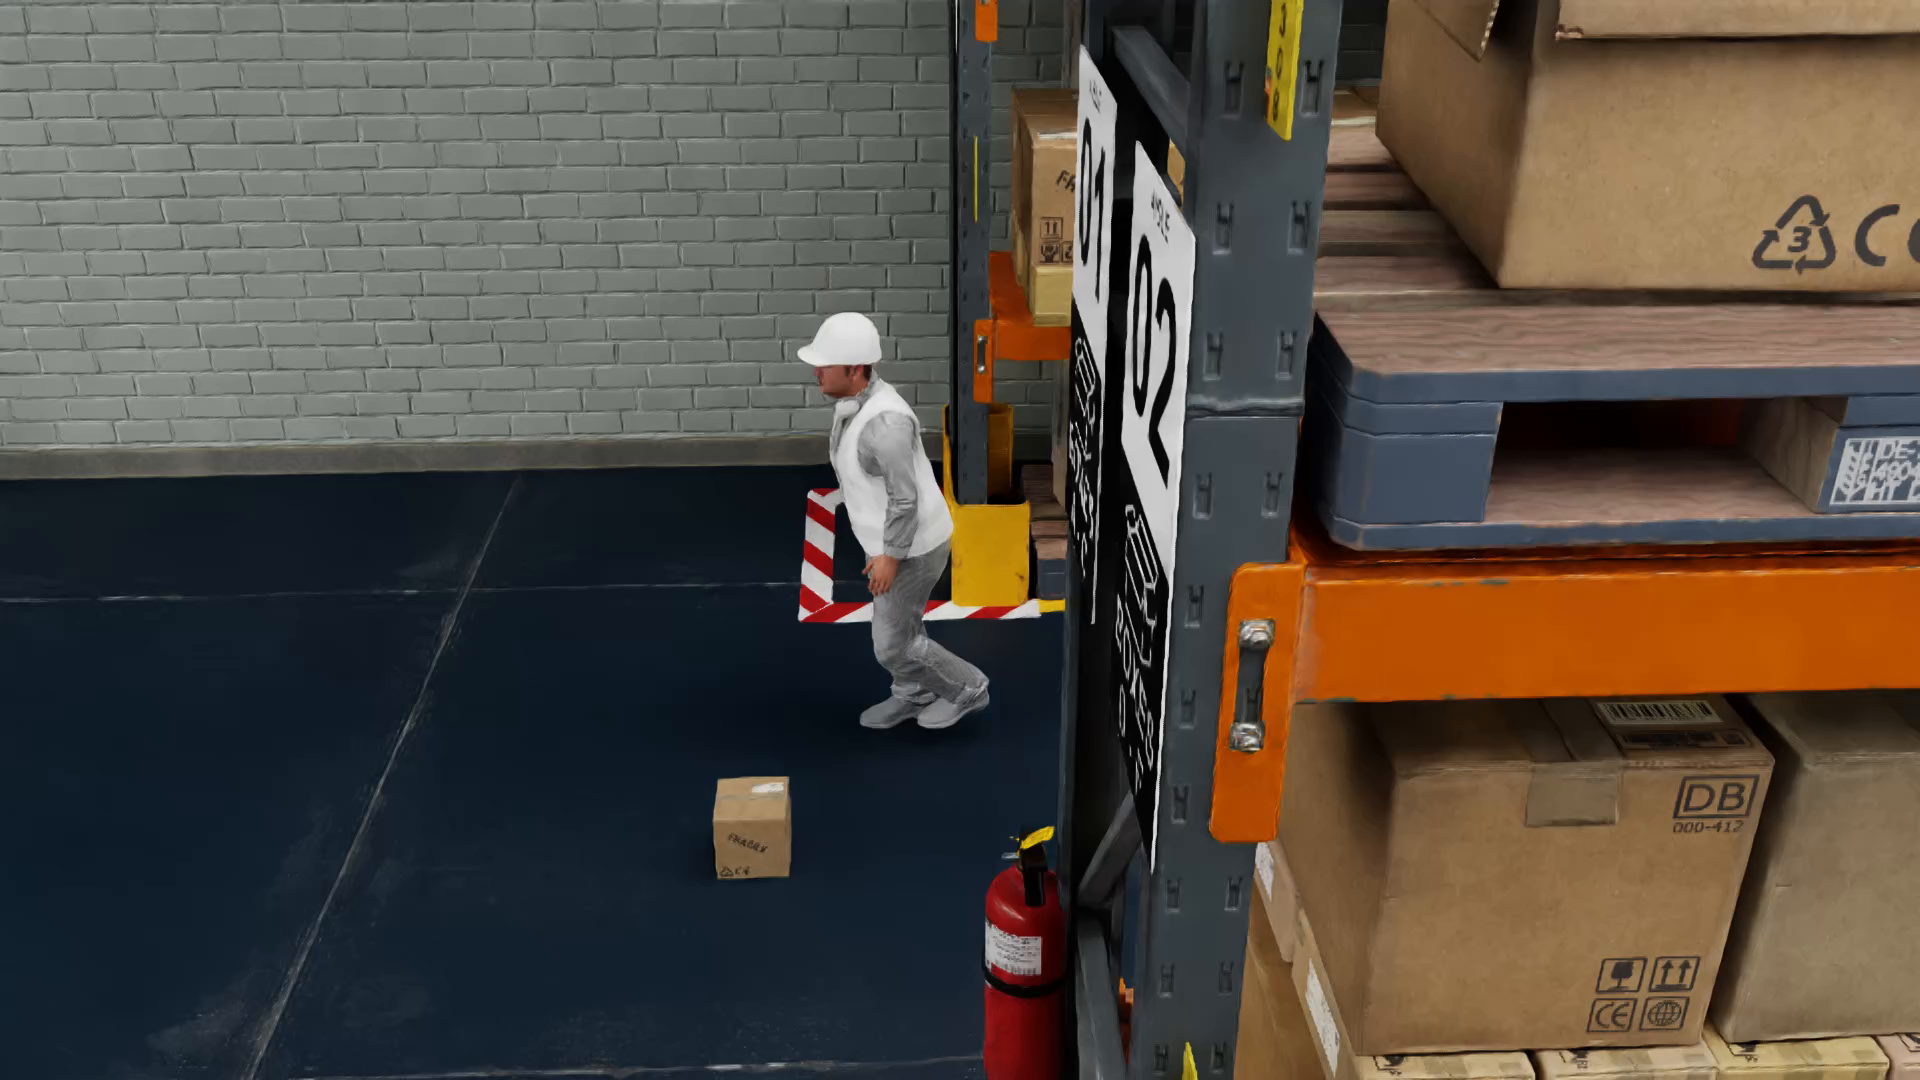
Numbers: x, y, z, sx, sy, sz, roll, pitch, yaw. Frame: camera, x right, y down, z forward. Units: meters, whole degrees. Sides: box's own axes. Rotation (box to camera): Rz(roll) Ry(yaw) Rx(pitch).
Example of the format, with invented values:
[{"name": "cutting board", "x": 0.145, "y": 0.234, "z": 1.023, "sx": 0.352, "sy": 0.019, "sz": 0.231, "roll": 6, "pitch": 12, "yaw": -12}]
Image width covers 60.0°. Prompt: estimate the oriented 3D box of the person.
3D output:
[{"name": "person", "x": -0.236, "y": -0.019, "z": 6.145, "sx": 0.670, "sy": 1.749, "sz": 0.546, "roll": -10, "pitch": 29, "yaw": -18}]
